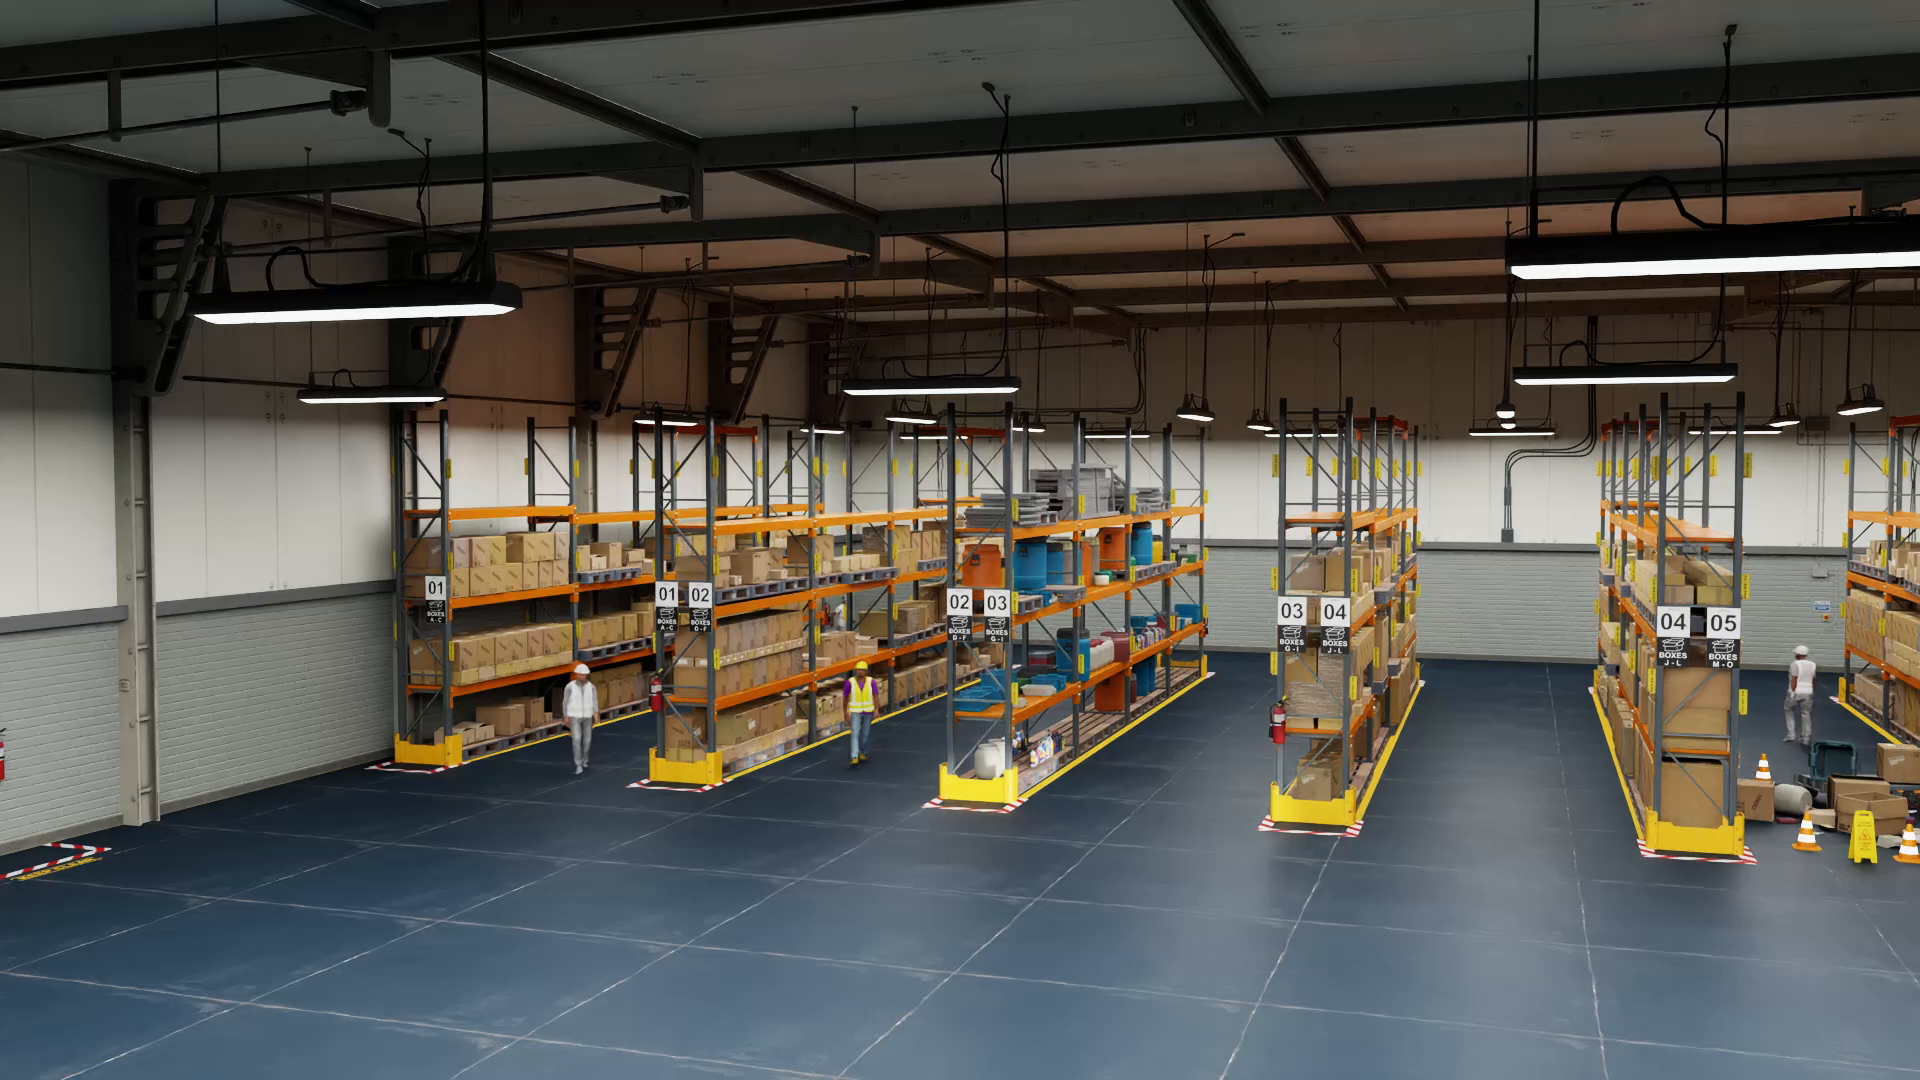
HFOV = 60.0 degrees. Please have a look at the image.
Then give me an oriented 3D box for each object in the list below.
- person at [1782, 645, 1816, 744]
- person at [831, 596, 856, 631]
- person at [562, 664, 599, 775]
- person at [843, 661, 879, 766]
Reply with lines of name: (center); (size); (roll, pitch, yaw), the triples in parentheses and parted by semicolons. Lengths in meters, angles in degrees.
person: (15.326, 2.833, 30.248); (0.532, 1.816, 0.556); (0, 2, 6)
person: (-3.139, 2.292, 44.243); (0.865, 1.702, 0.544); (1, 3, 21)
person: (-6.254, 2.962, 27.605); (0.569, 1.769, 0.782); (-1, 3, -30)
person: (-1.651, 2.914, 28.087); (0.586, 1.721, 0.959); (-1, 3, -16)
